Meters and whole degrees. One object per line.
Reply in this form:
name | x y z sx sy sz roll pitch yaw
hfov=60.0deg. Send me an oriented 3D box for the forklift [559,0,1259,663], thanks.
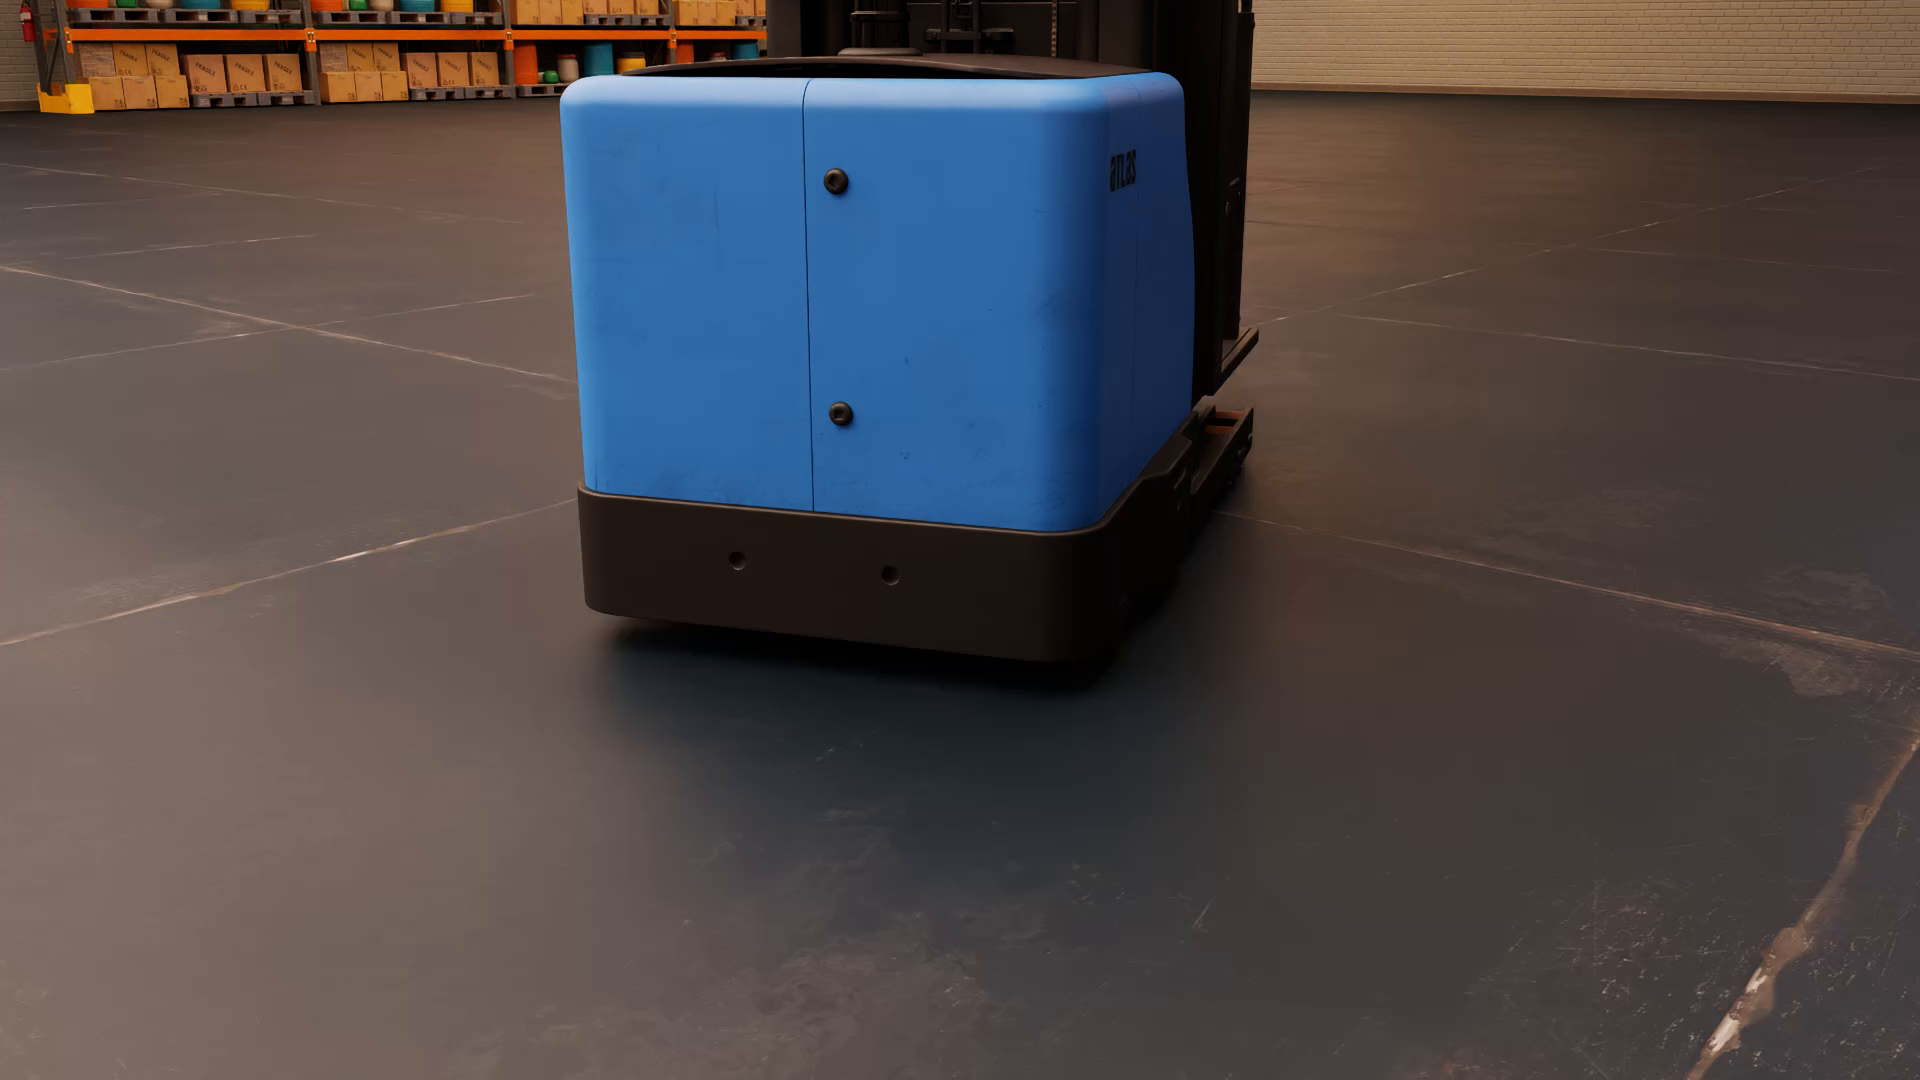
forklift | 0.182 -1.571 4.072 1.130 2.935 3.031 5 18 17
